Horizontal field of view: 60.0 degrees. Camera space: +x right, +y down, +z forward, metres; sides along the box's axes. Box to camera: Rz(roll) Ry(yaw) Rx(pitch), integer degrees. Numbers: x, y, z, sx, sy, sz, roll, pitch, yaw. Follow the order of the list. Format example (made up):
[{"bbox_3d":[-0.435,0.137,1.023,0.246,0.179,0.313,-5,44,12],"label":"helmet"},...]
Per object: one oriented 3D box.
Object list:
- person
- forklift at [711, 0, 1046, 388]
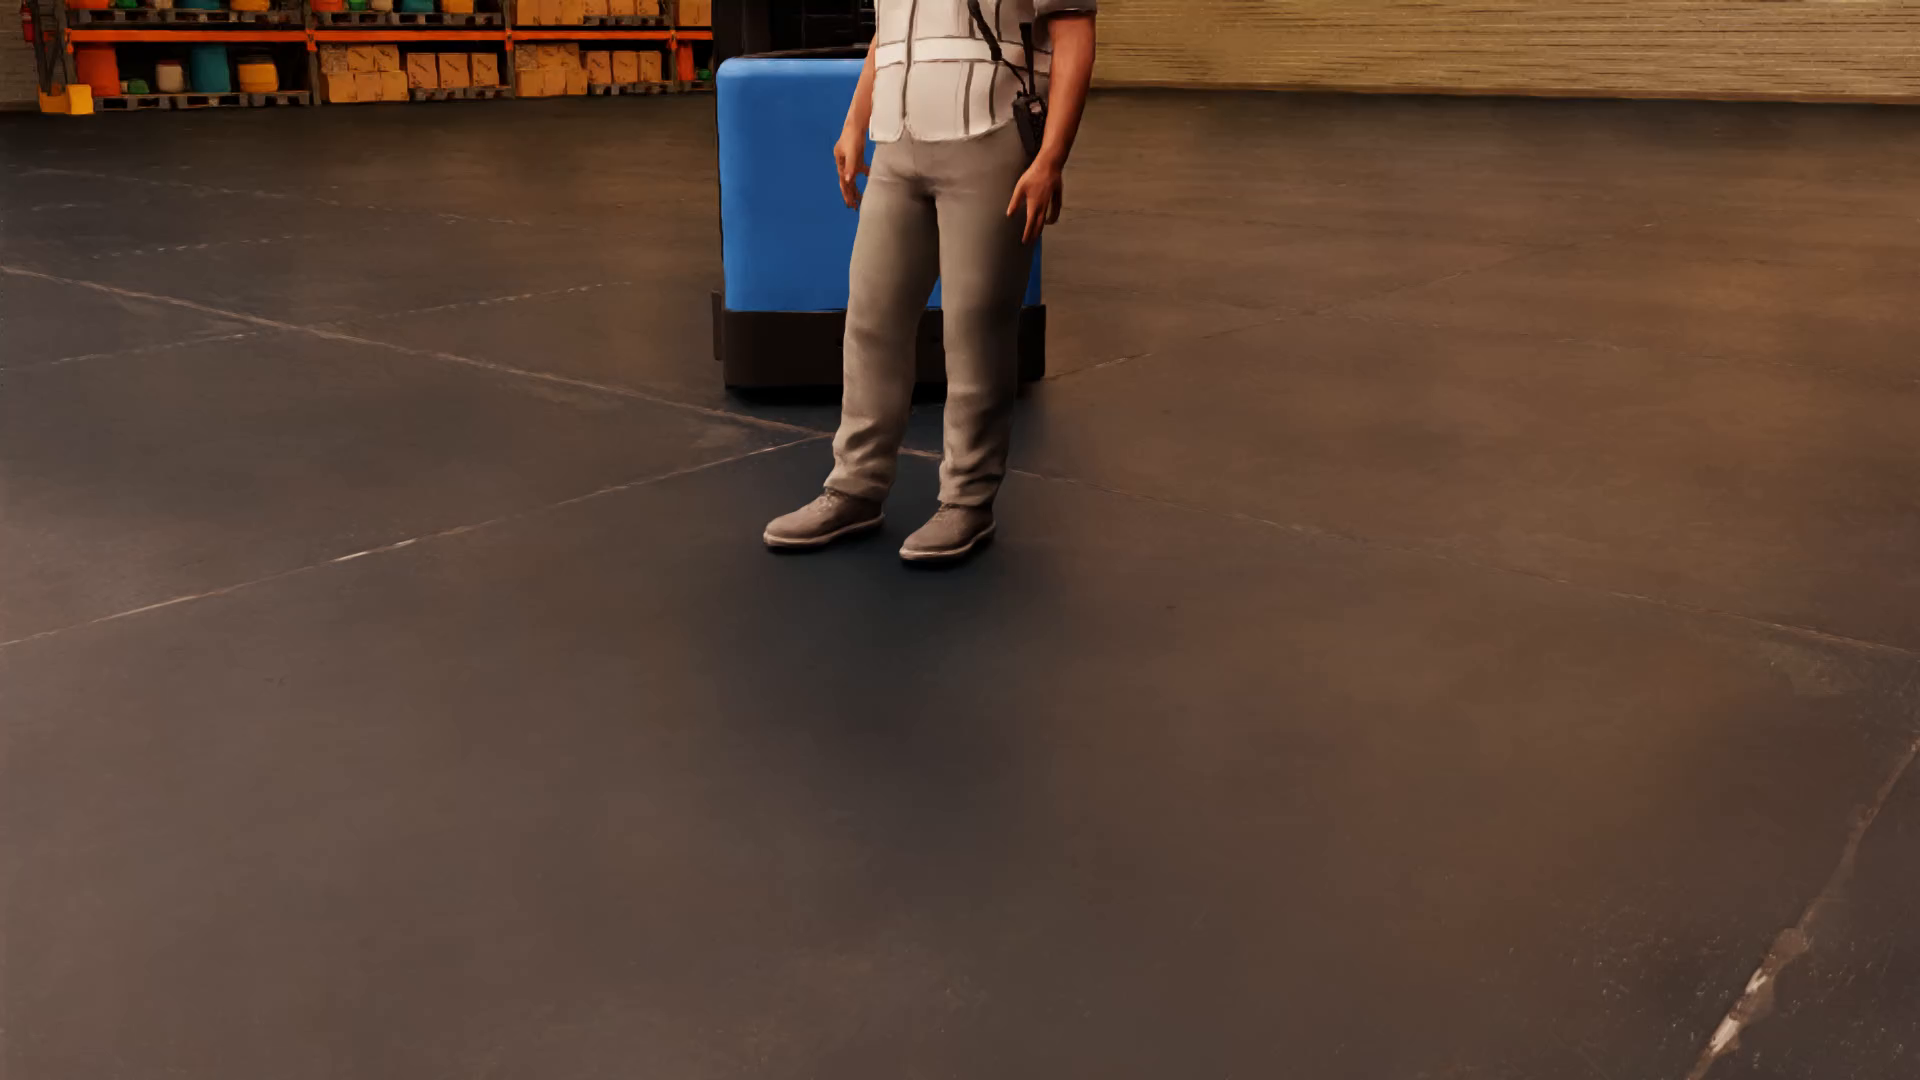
[{"bbox_3d":[-0.059,-0.845,3.630,0.640,1.781,0.574,13,21,37],"label":"person"},{"bbox_3d":[-0.413,-2.273,6.385,1.130,2.935,3.031,-2,17,-7],"label":"forklift"}]
